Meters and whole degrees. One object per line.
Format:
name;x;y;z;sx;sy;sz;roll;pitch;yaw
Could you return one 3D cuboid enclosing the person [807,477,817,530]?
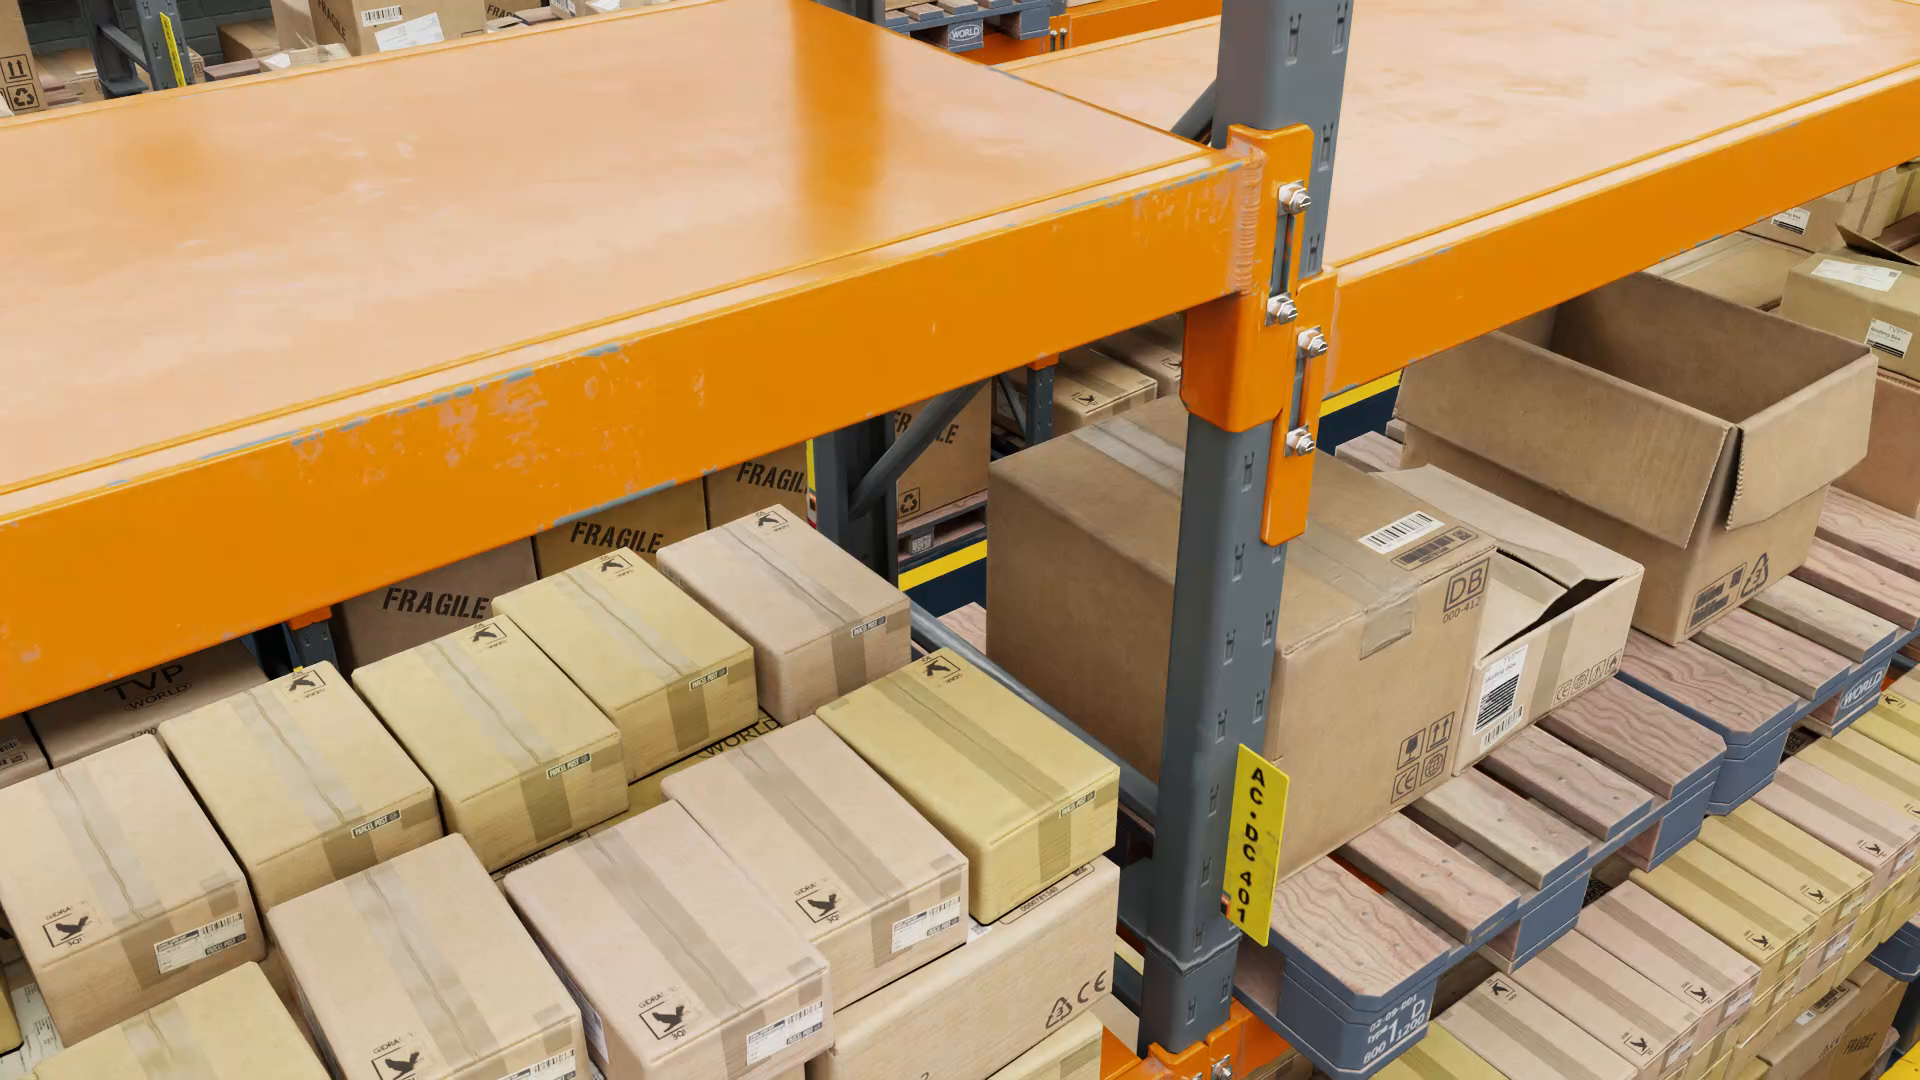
person;-0.502;0.093;7.477;0.342;1.797;0.524;-21;38;-30
